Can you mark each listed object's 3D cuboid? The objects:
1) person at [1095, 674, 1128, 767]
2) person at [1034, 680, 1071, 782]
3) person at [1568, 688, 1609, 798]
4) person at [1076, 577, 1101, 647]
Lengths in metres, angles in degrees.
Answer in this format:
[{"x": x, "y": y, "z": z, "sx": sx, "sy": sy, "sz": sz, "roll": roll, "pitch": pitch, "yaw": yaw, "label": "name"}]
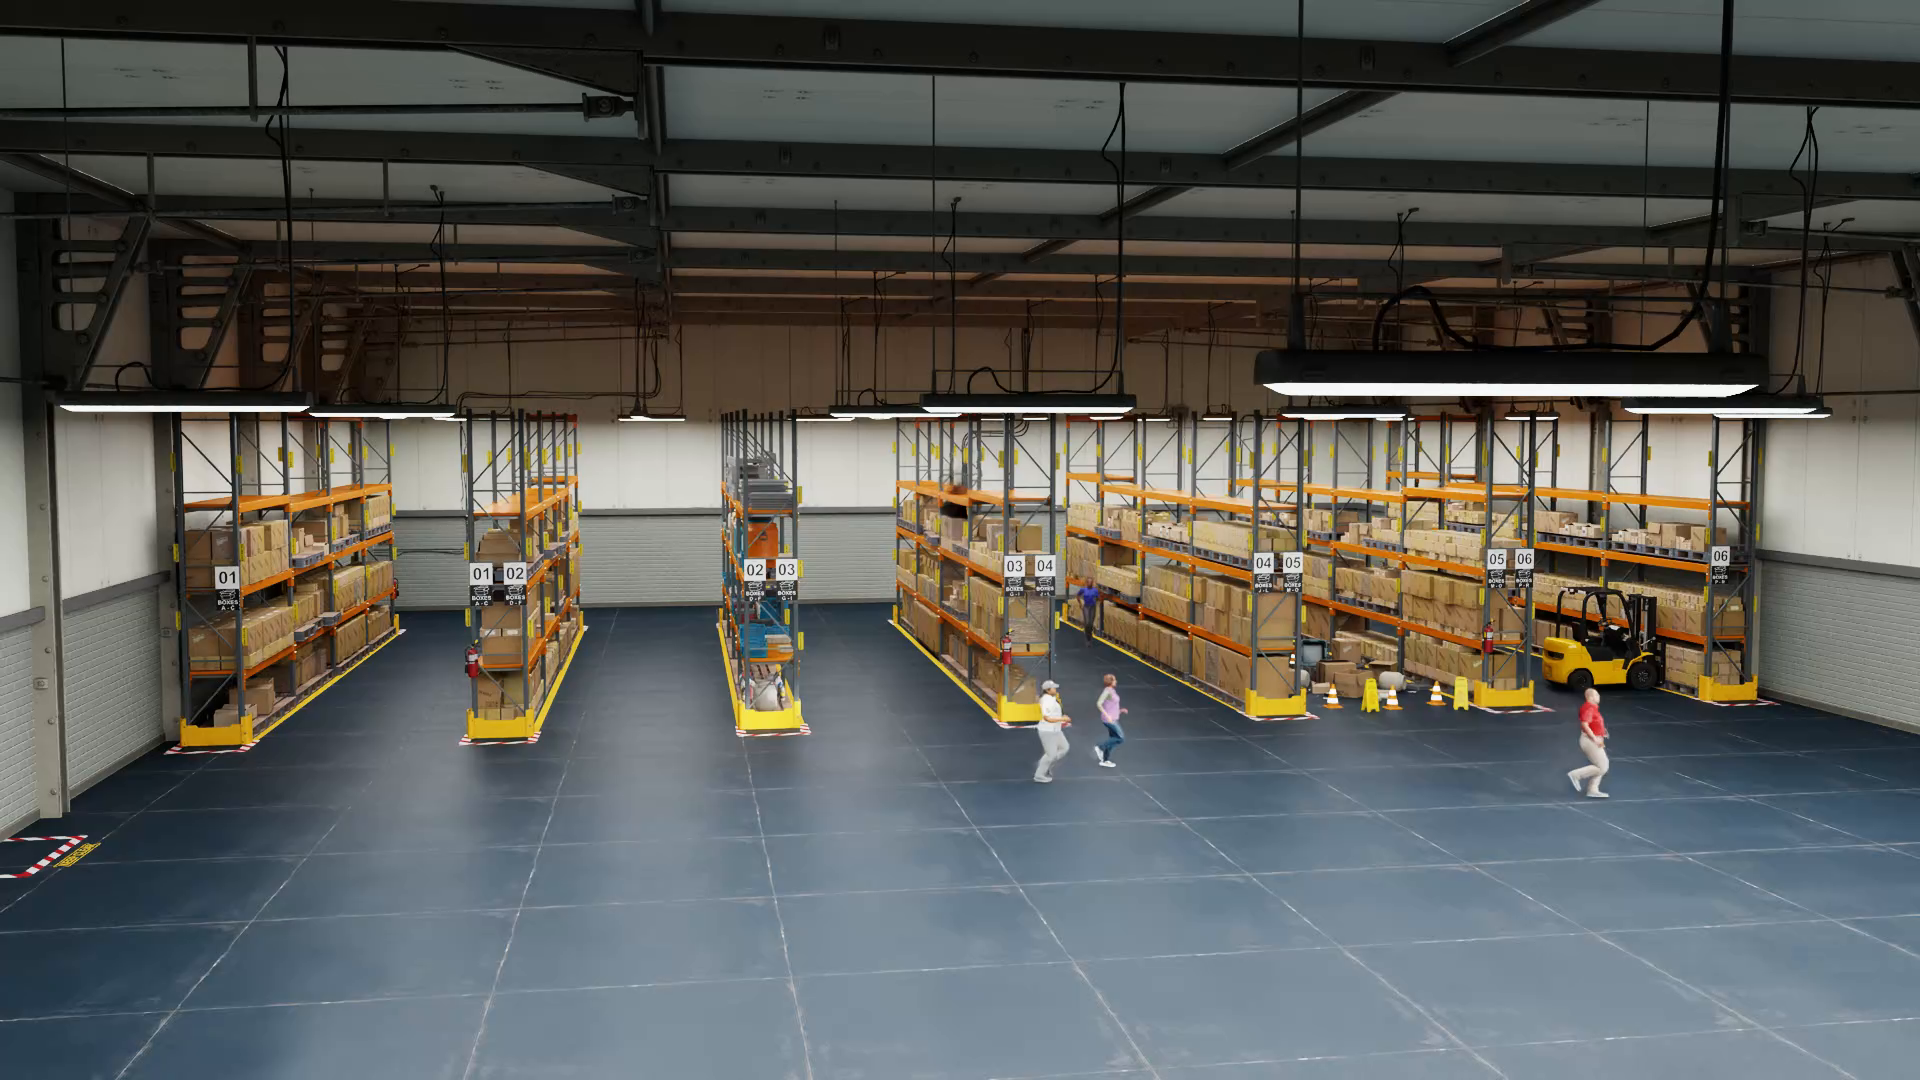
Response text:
[{"x": 2.535, "y": 3.011, "z": 27.742, "sx": 0.537, "sy": 1.558, "sz": 0.530, "roll": 1, "pitch": 4, "yaw": 14, "label": "person"}, {"x": 1.491, "y": 3.050, "z": 26.539, "sx": 0.605, "sy": 1.634, "sz": 0.582, "roll": 1, "pitch": 4, "yaw": 13, "label": "person"}, {"x": 9.626, "y": 3.106, "z": 25.455, "sx": 0.619, "sy": 1.678, "sz": 0.679, "roll": 1, "pitch": 4, "yaw": 12, "label": "person"}, {"x": 3.222, "y": 1.782, "z": 41.447, "sx": 0.558, "sy": 1.710, "sz": 0.722, "roll": -1, "pitch": 4, "yaw": -11, "label": "person"}]
